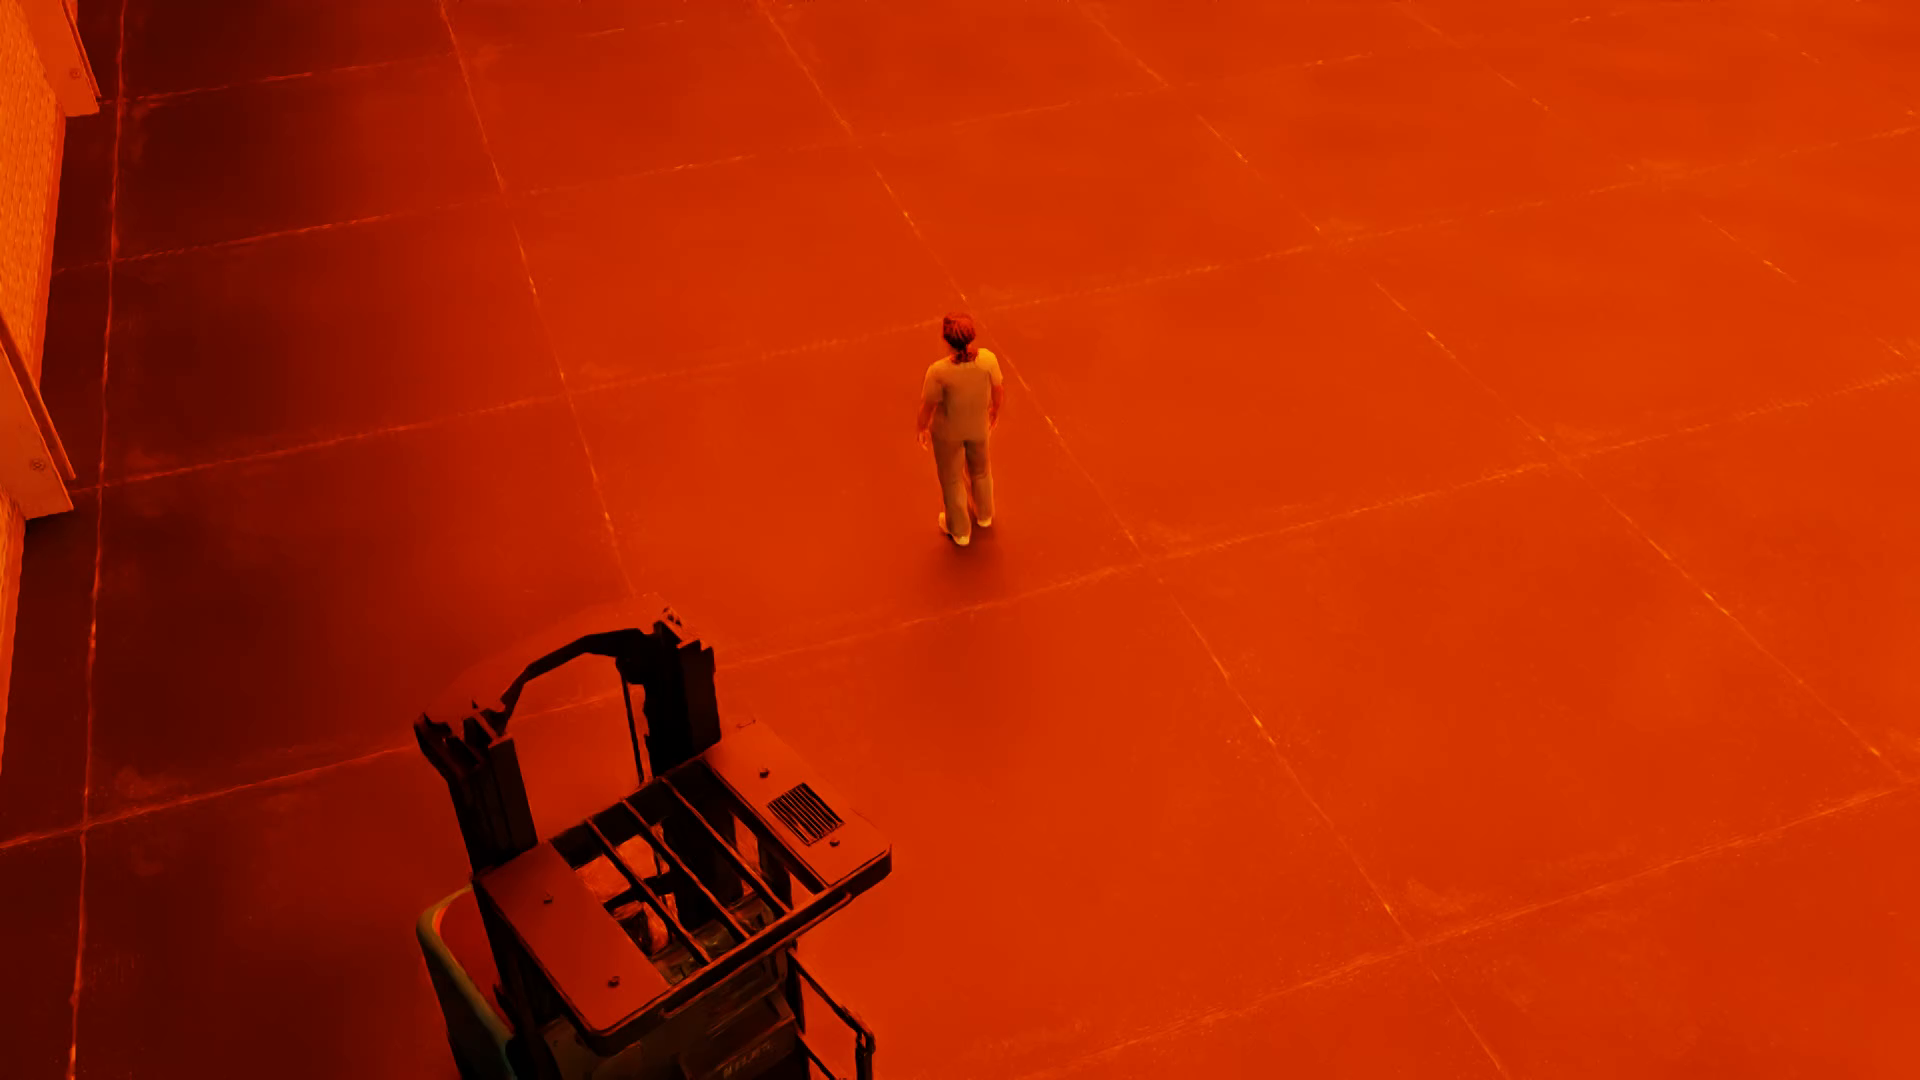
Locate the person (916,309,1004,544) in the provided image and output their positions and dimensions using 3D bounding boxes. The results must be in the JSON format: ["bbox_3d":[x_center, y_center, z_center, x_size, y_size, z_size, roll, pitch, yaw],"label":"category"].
[{"bbox_3d":[-0.013,-0.695,9.789,0.550,1.674,0.548,-13,42,-15],"label":"person"}]

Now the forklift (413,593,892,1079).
[{"bbox_3d":[-0.909,1.756,5.905,1.130,2.935,3.031,-28,48,-30],"label":"forklift"}]
